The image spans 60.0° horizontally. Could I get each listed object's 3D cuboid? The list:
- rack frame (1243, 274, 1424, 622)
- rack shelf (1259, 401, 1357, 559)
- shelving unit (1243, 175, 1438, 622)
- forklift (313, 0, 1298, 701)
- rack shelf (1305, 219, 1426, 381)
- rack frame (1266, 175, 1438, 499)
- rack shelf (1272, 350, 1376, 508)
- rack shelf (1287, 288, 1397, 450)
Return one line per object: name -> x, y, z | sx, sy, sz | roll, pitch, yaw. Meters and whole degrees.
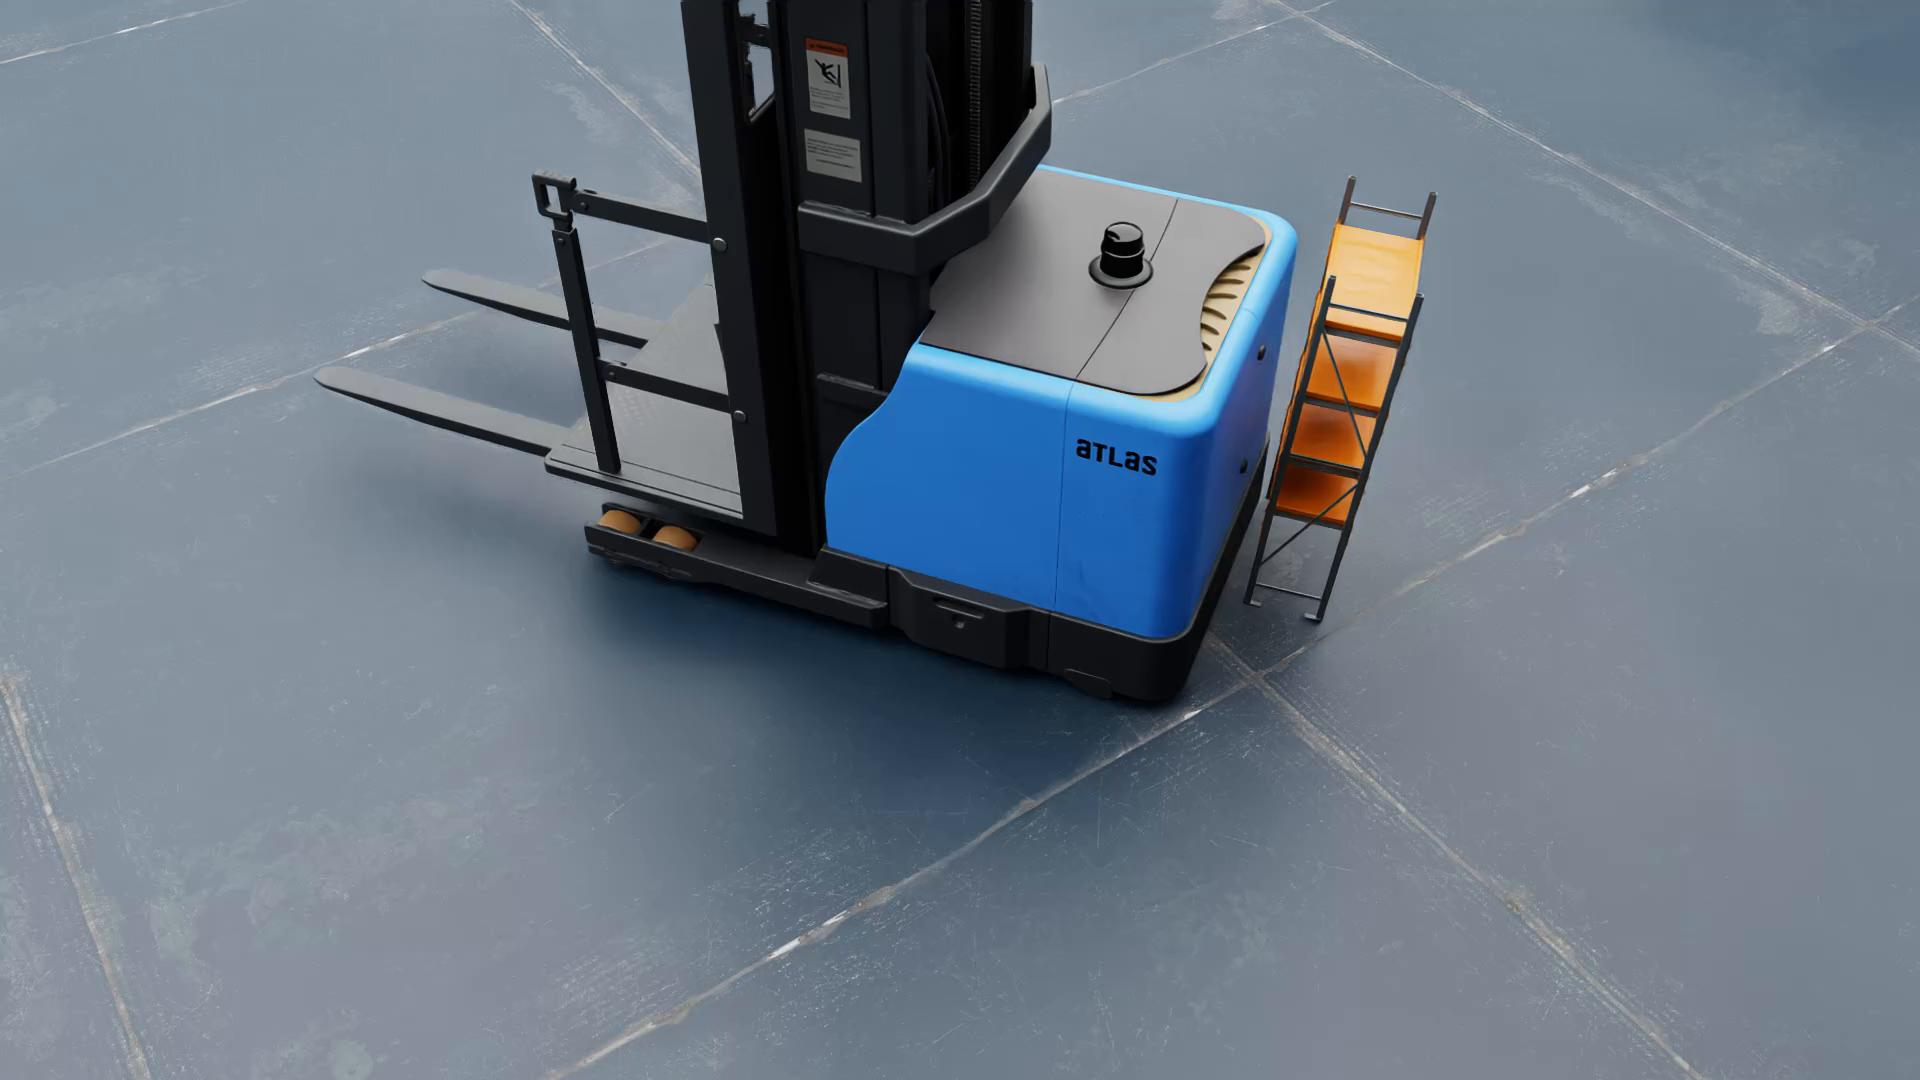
rack frame -> 1.008, -0.212, 4.592 | 0.240, 1.200, 0.015 | 13, 45, 9
rack shelf -> 1.058, -0.185, 4.948 | 0.258, 0.148, 0.480 | 13, 45, 9
shelving unit -> 1.074, -0.374, 4.762 | 0.258, 1.200, 0.503 | 13, 45, 9
forklift -> -0.610, -1.260, 4.447 | 3.031, 2.935, 1.130 | 15, 46, 16
rack shelf -> 1.097, -0.653, 4.486 | 0.258, 0.148, 0.480 | 13, 45, 9
rack frame -> 1.139, -0.537, 4.932 | 0.240, 1.200, 0.015 | 13, 45, 9
rack shelf -> 1.070, -0.326, 4.809 | 0.258, 0.148, 0.480 | 13, 45, 9
rack shelf -> 1.083, -0.485, 4.652 | 0.258, 0.148, 0.480 | 13, 45, 9
